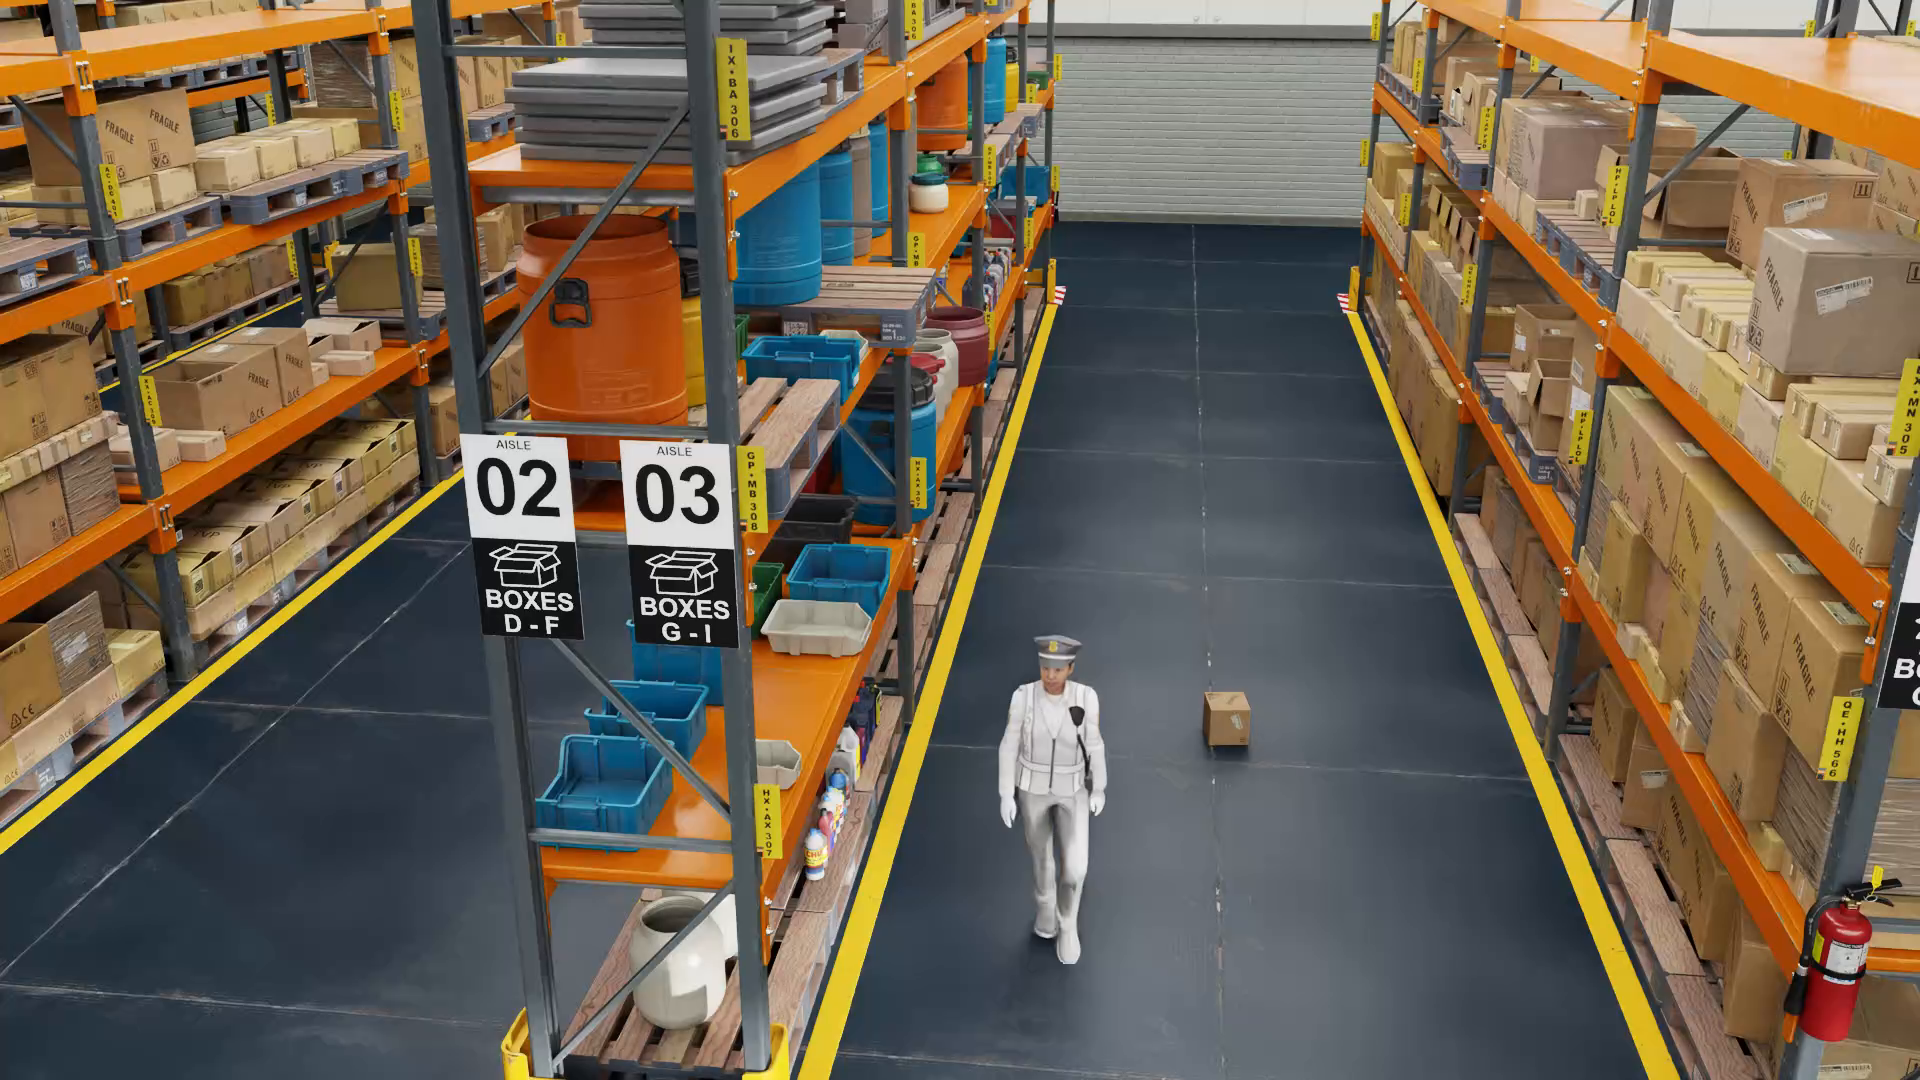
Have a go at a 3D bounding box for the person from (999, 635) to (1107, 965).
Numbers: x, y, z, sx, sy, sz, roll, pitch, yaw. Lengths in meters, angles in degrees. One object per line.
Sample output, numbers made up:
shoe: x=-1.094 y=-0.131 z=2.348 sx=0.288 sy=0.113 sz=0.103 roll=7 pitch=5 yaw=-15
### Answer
person: x=0.447 y=1.263 z=8.192 sx=0.523 sy=1.729 sz=0.500 roll=3 pitch=21 yaw=8
